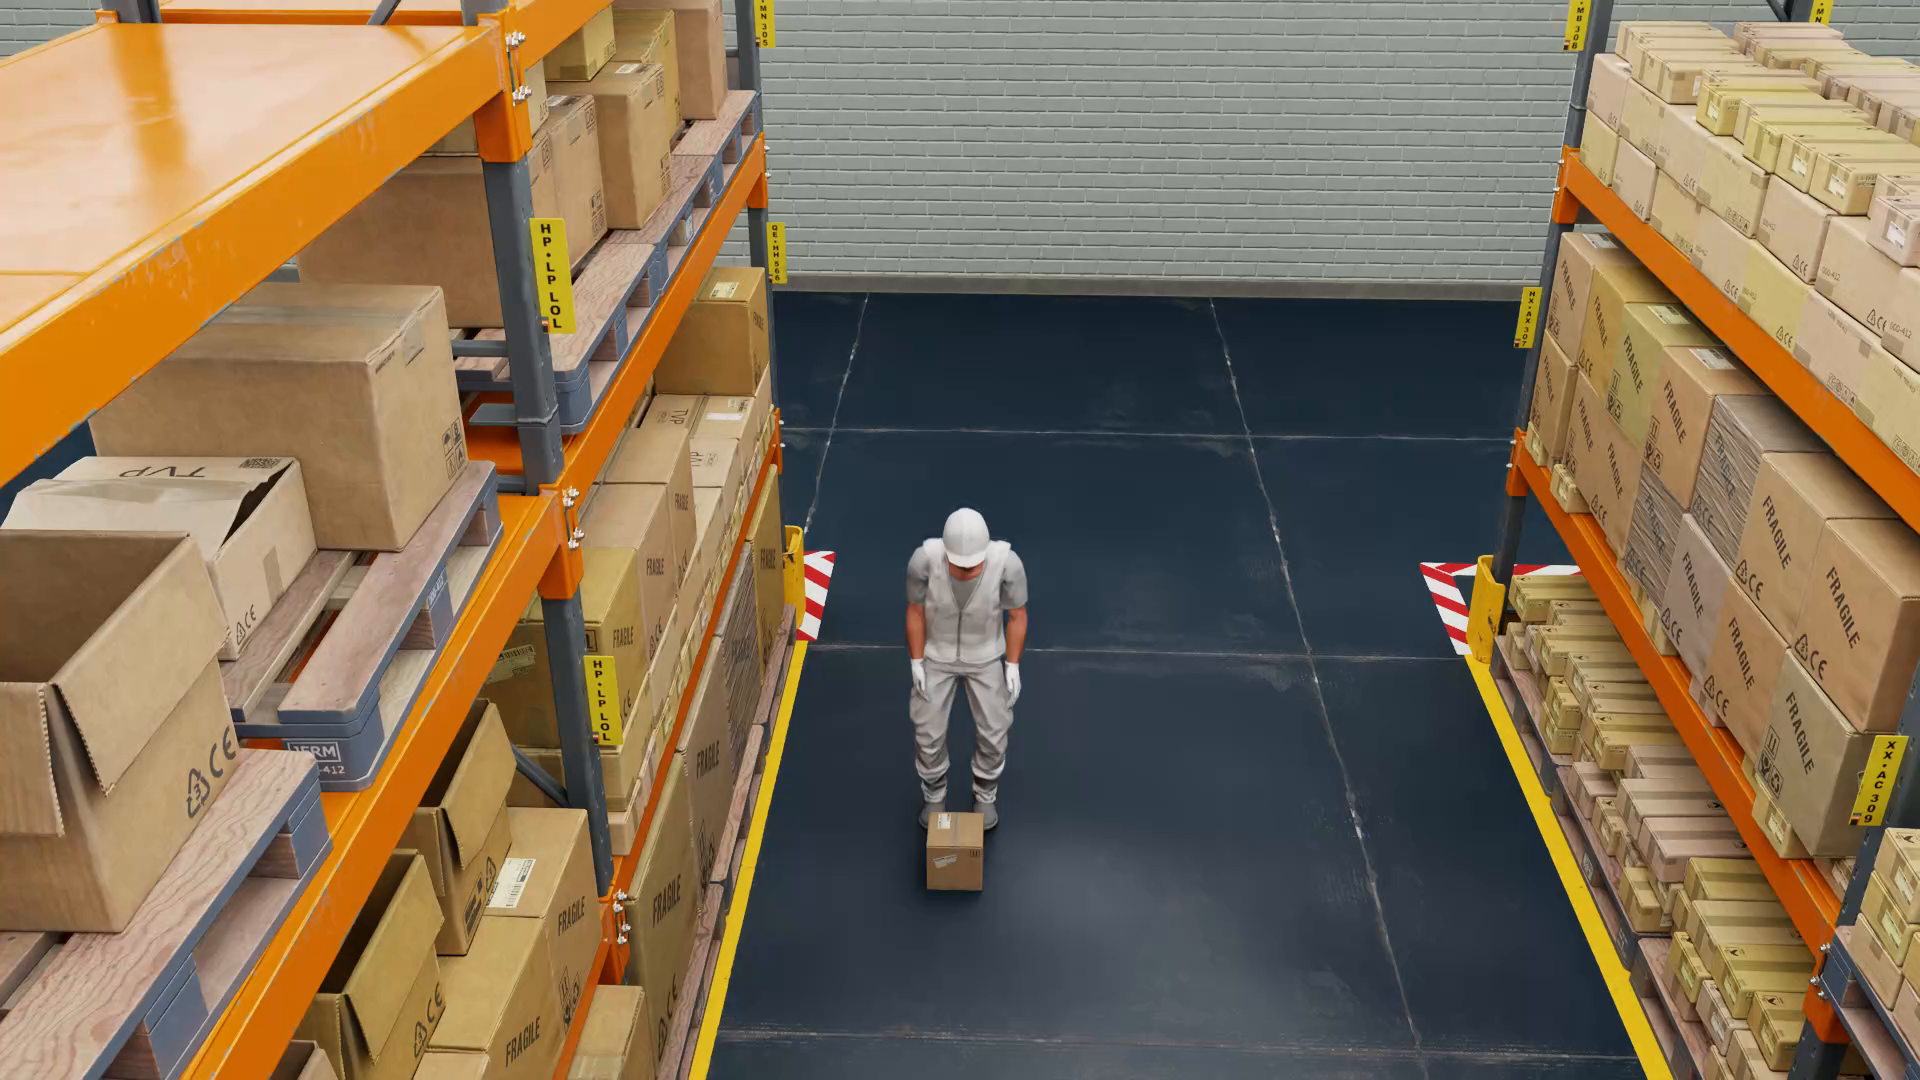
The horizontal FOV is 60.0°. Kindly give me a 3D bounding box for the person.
[{"bbox_3d":[0.029,0.574,7.604,0.554,1.699,0.516,2,28,3],"label":"person"}]
